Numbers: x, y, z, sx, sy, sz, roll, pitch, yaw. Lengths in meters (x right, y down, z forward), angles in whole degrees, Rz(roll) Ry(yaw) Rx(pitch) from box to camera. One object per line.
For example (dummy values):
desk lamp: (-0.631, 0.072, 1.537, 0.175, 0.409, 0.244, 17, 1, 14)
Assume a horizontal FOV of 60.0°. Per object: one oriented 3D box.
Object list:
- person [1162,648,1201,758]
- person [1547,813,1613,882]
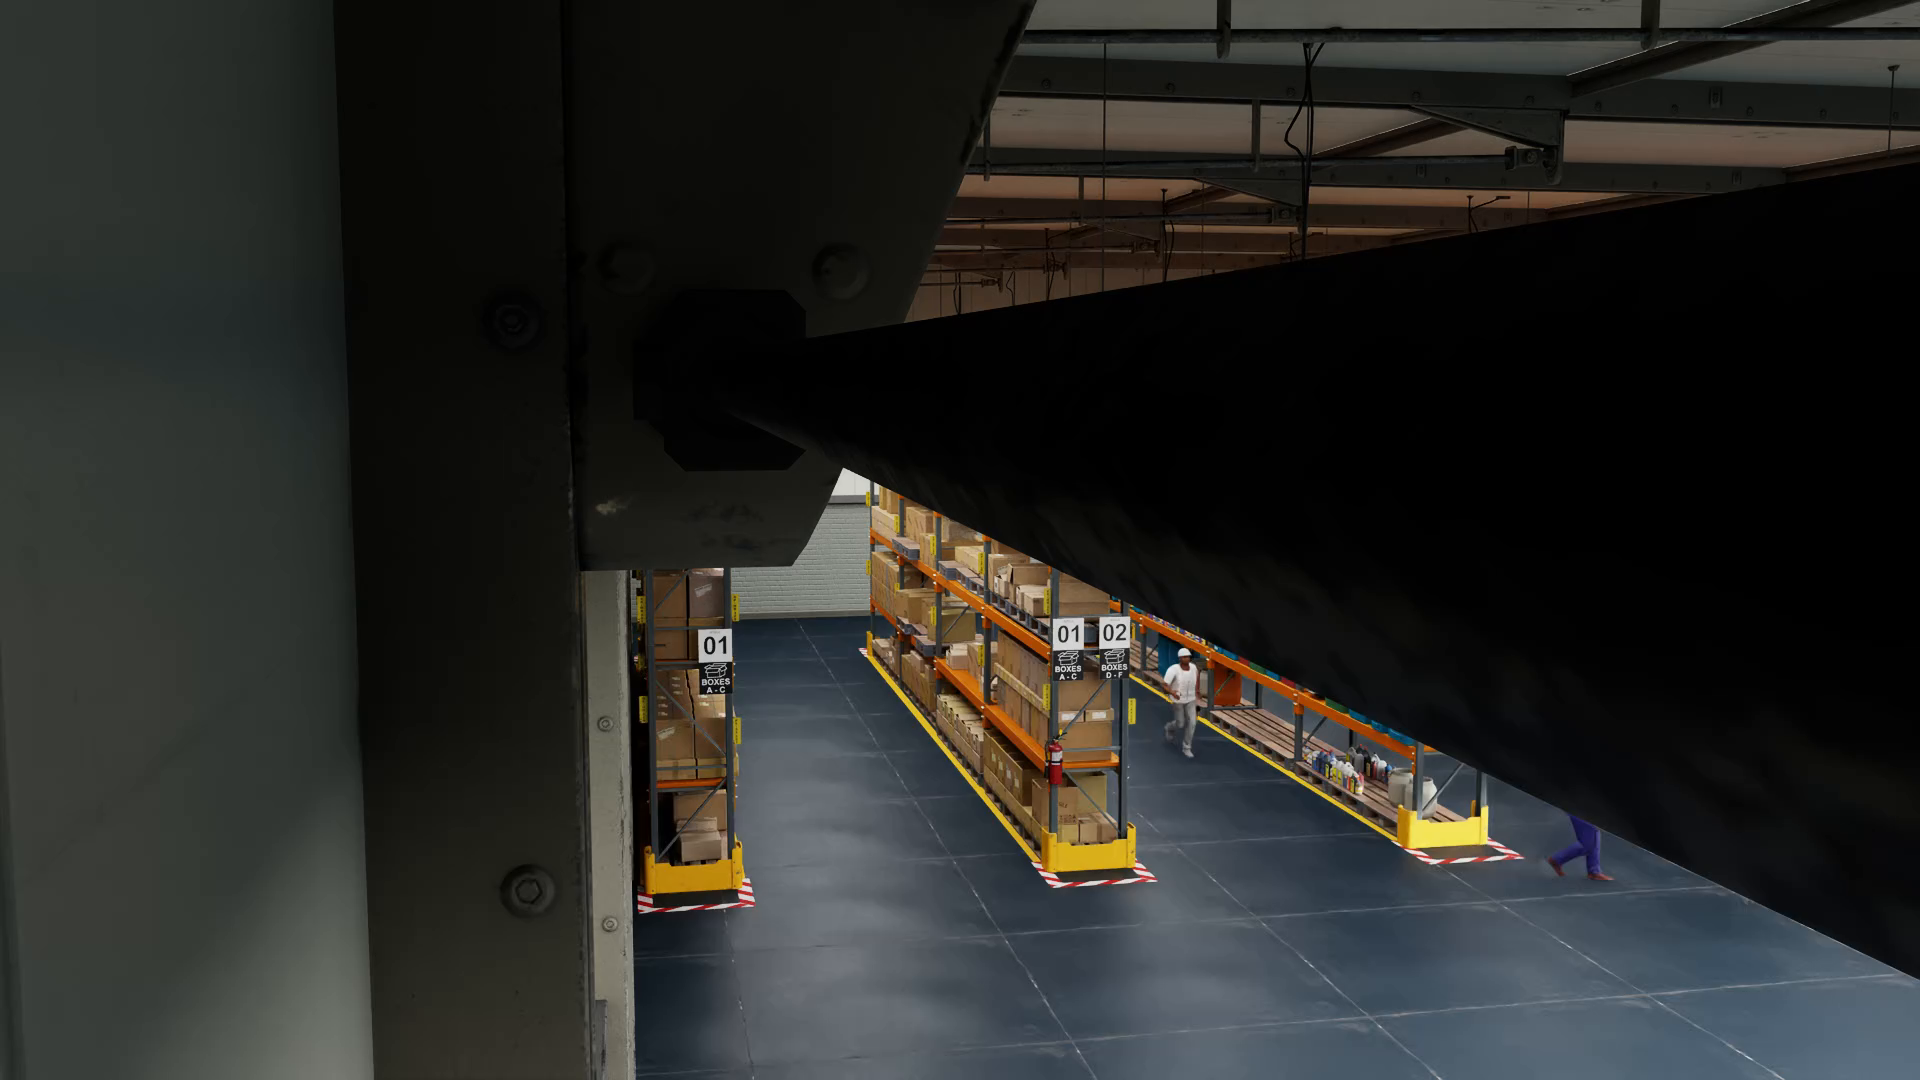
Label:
person: (3.647, 2.639, 27.278, 0.709, 1.765, 0.824, -2, 6, -19)
person: (7.653, 3.390, 20.455, 0.782, 1.624, 0.627, 2, 6, 16)
